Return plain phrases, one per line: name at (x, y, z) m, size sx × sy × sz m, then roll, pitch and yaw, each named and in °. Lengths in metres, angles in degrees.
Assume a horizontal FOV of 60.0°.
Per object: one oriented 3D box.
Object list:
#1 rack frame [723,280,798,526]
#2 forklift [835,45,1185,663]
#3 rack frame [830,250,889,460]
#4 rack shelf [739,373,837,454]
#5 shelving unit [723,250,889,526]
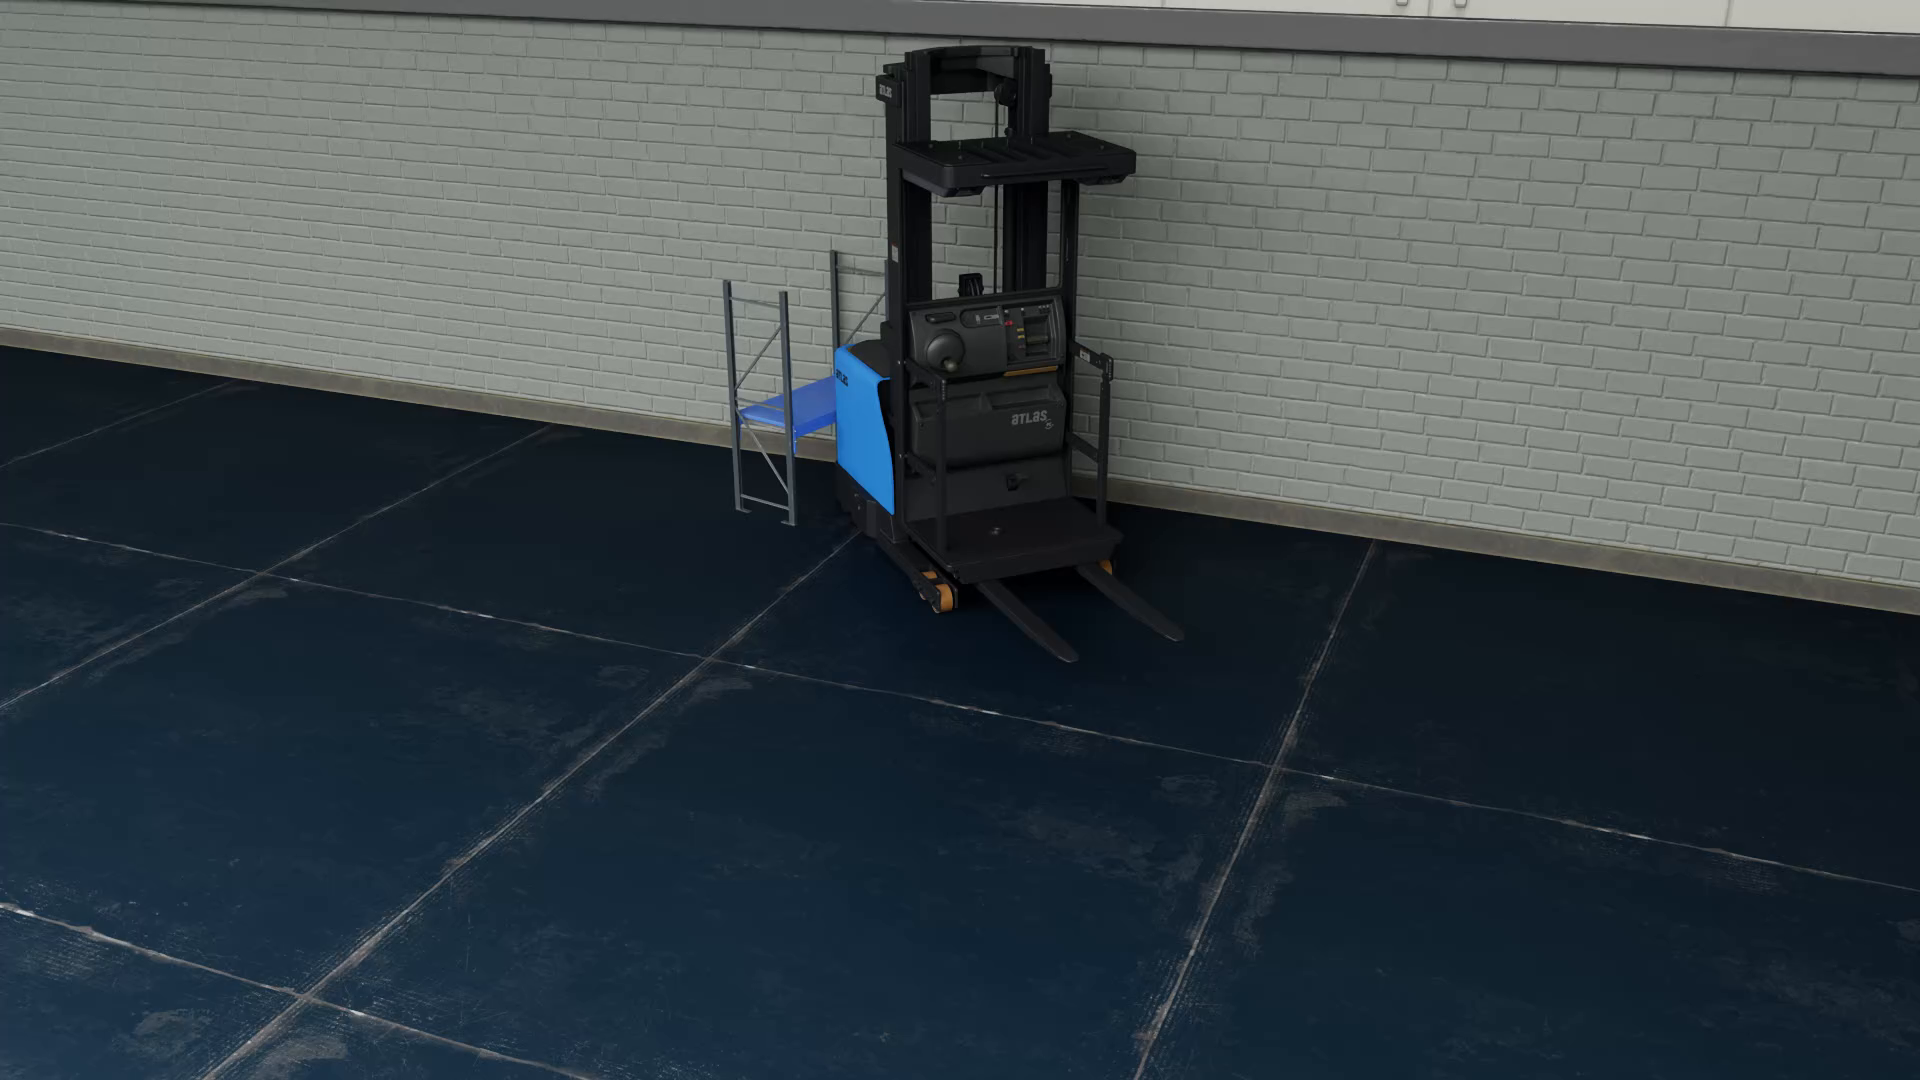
rack frame at (-1.236, -0.838, 10.308) m, size 0.500 × 1.500 × 0.032 m, roll 15°, pitch 27°, yaw 33°
forklift at (0.247, -1.130, 9.152) m, size 1.130 × 2.935 × 3.031 m, roll -9°, pitch 24°, yaw -21°
rack frame at (-0.643, -1.156, 11.070) m, size 0.500 × 1.500 × 0.032 m, roll 15°, pitch 27°, yaw 33°
rack shelf at (-0.939, -0.831, 10.758) m, size 0.538 × 0.185 × 1.000 m, roll 15°, pitch 27°, yaw 33°
shelving unit at (-0.939, -0.997, 10.689) m, size 0.538 × 1.500 × 1.048 m, roll 15°, pitch 27°, yaw 33°
